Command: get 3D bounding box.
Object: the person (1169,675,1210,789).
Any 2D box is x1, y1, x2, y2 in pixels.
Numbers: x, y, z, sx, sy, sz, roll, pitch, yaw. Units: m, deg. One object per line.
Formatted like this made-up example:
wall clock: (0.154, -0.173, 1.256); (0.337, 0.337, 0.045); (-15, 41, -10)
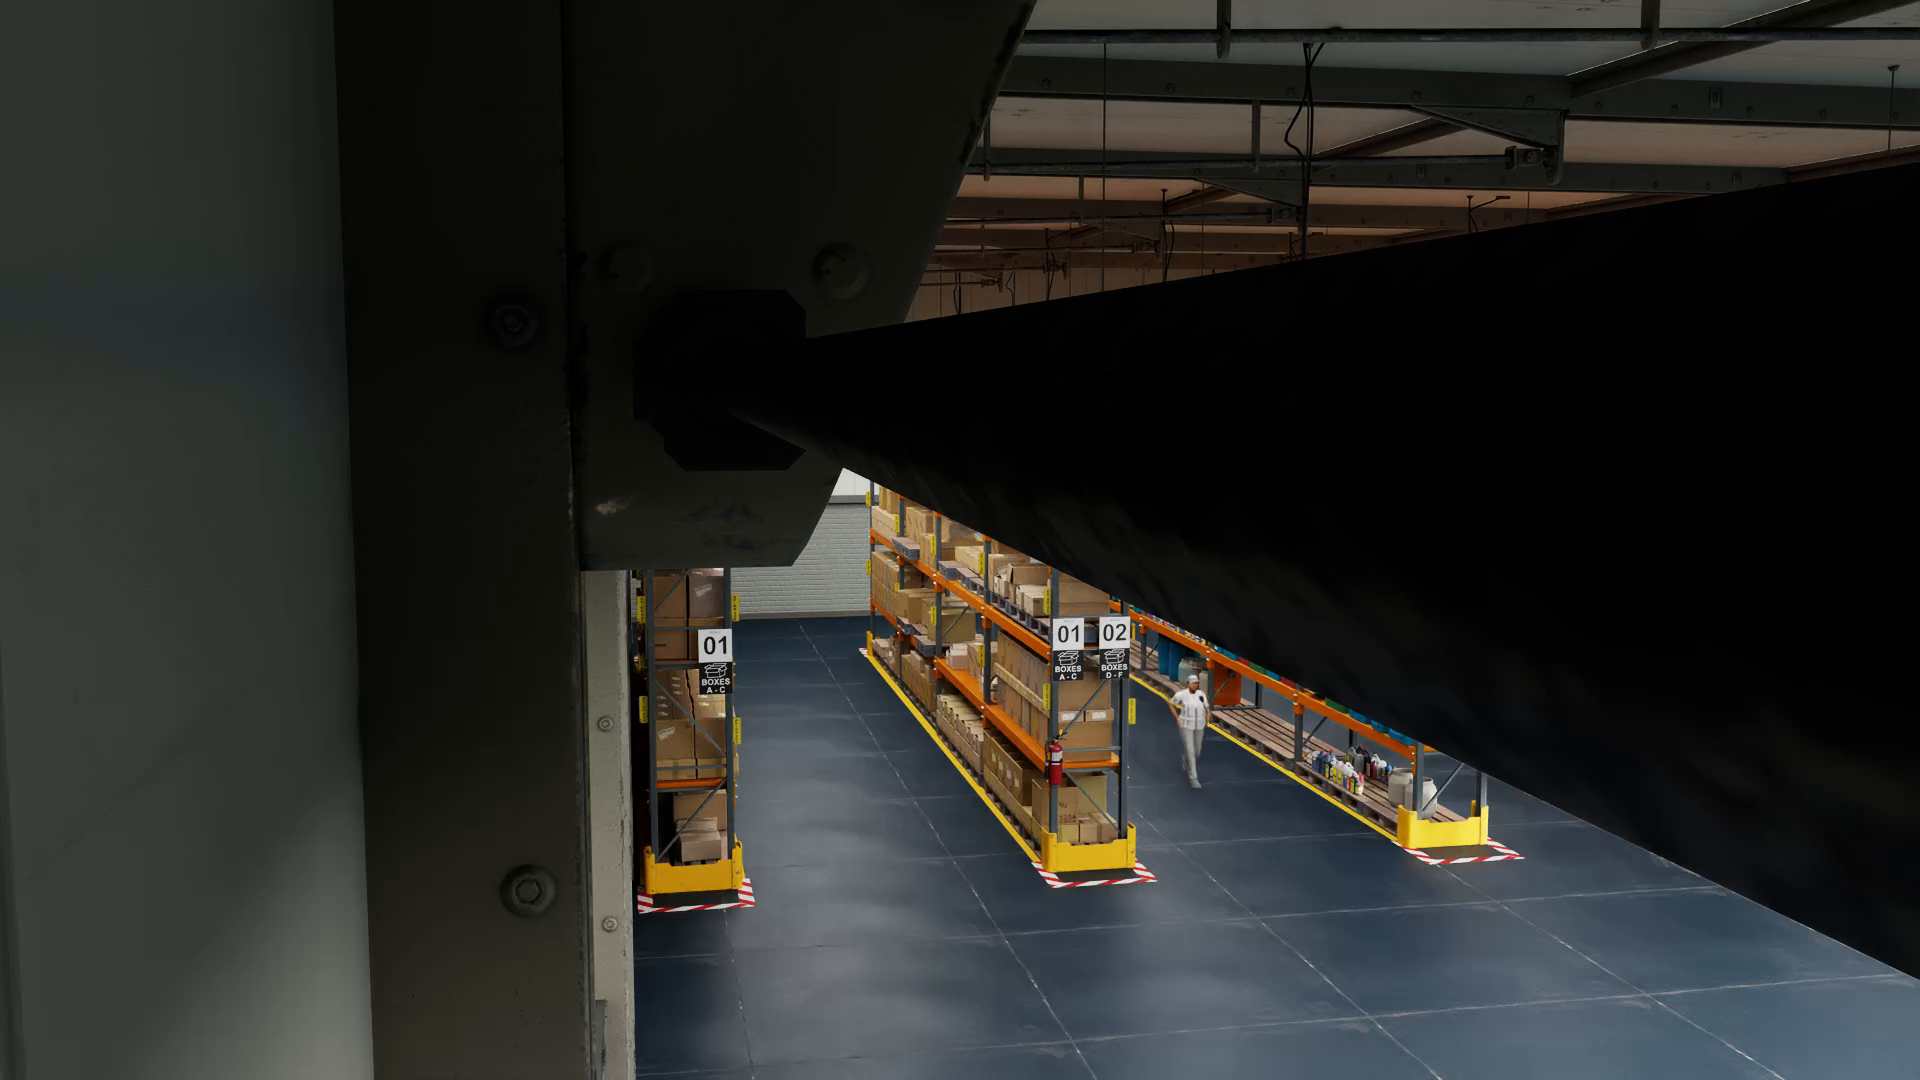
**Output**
person: (3.520, 2.874, 25.331); (0.608, 1.673, 0.875); (-2, 6, -14)
